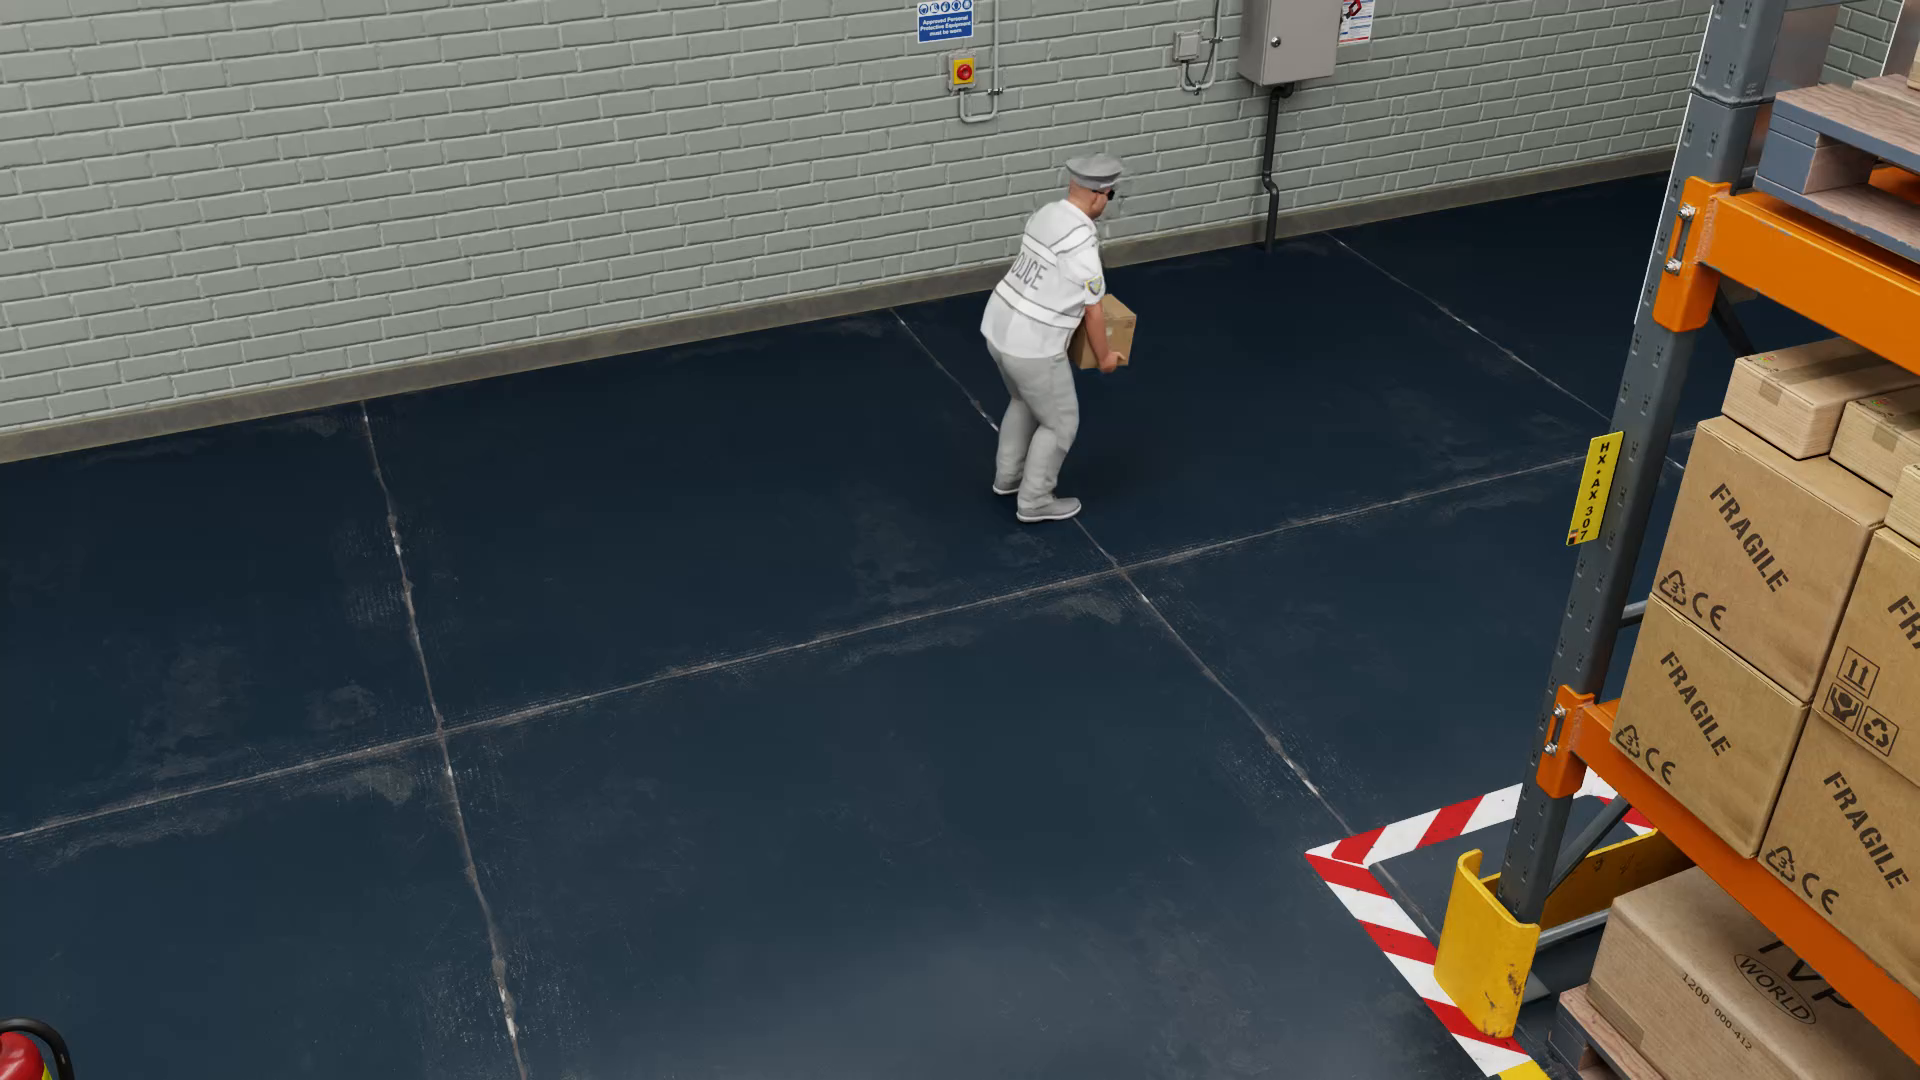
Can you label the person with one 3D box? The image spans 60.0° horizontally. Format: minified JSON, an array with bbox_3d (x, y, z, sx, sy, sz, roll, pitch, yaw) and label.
[{"bbox_3d":[0.415,-0.907,7.589,0.631,1.681,0.483,-14,36,-20],"label":"person"}]
